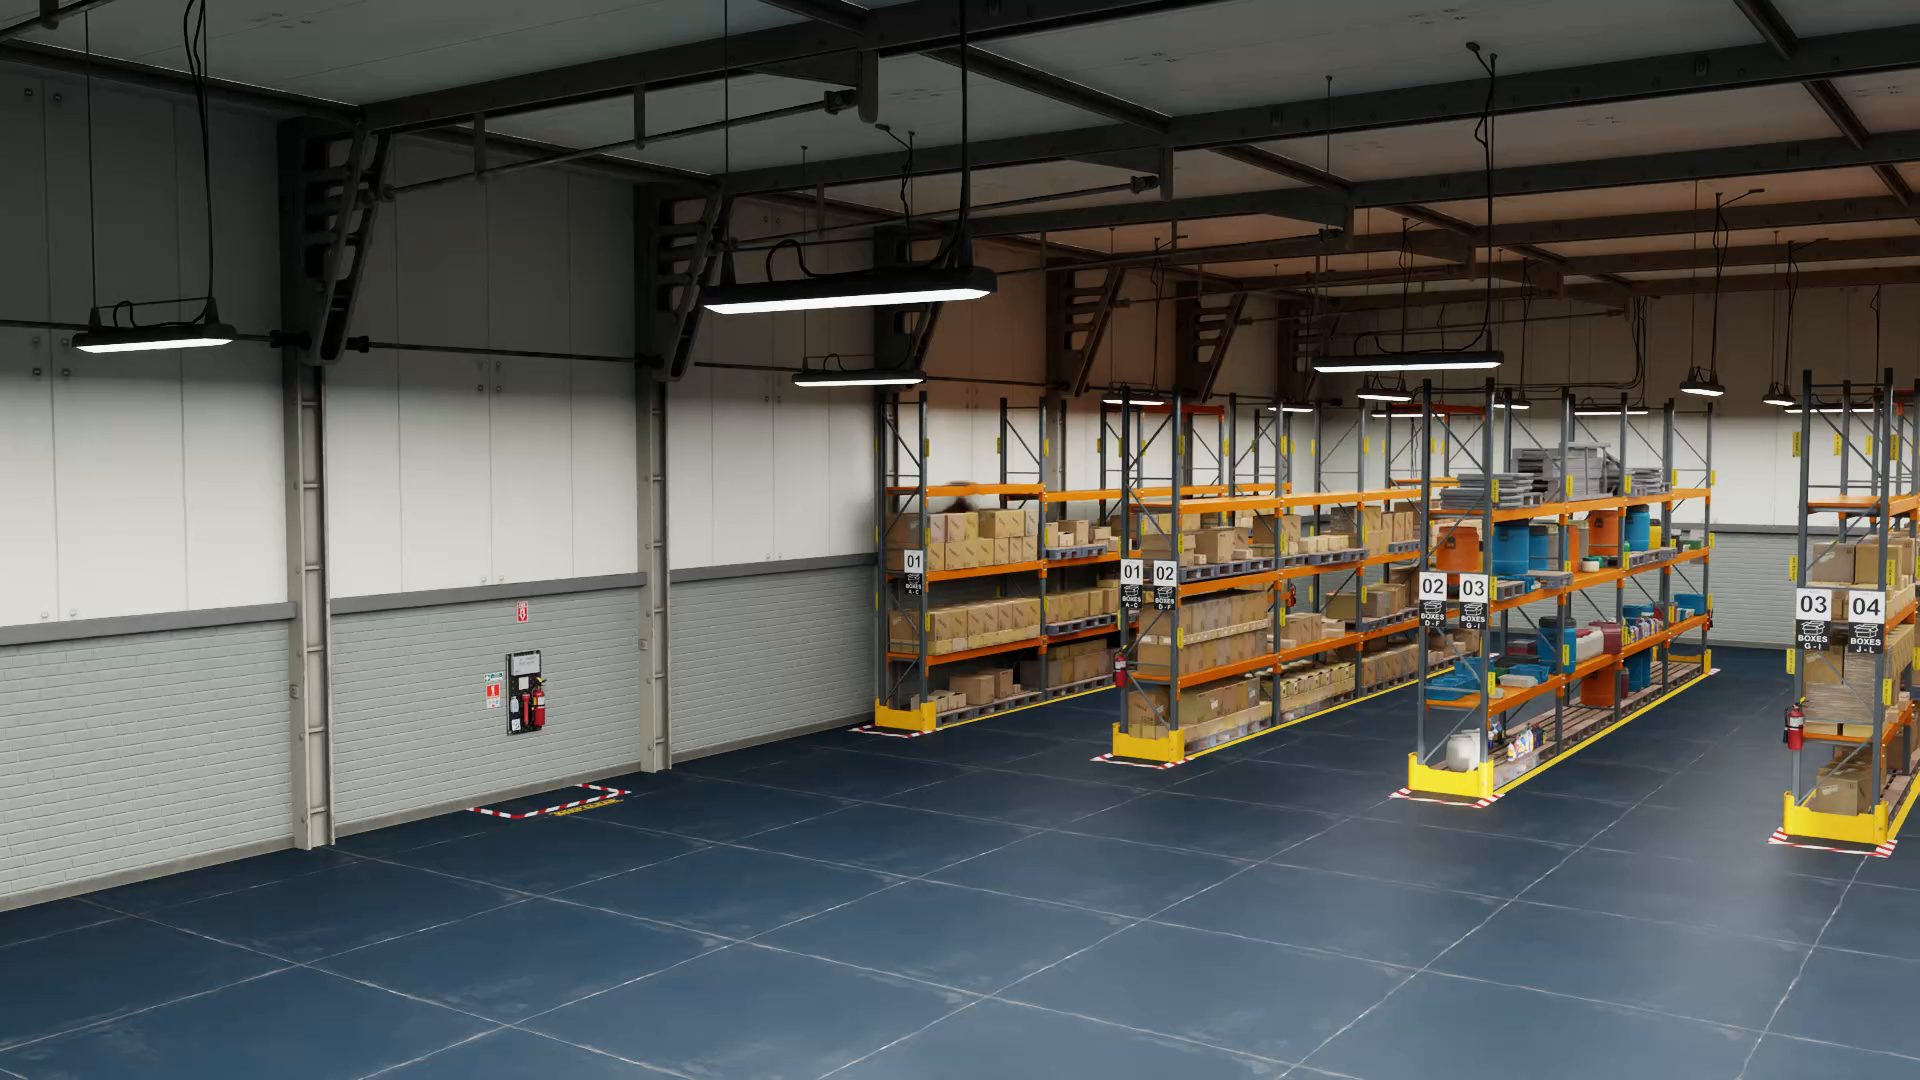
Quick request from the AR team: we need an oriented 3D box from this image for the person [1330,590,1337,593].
[{"bbox_3d":[8.370,2.022,37.343,0.400,1.792,0.636,1,3,22],"label":"person"}]
